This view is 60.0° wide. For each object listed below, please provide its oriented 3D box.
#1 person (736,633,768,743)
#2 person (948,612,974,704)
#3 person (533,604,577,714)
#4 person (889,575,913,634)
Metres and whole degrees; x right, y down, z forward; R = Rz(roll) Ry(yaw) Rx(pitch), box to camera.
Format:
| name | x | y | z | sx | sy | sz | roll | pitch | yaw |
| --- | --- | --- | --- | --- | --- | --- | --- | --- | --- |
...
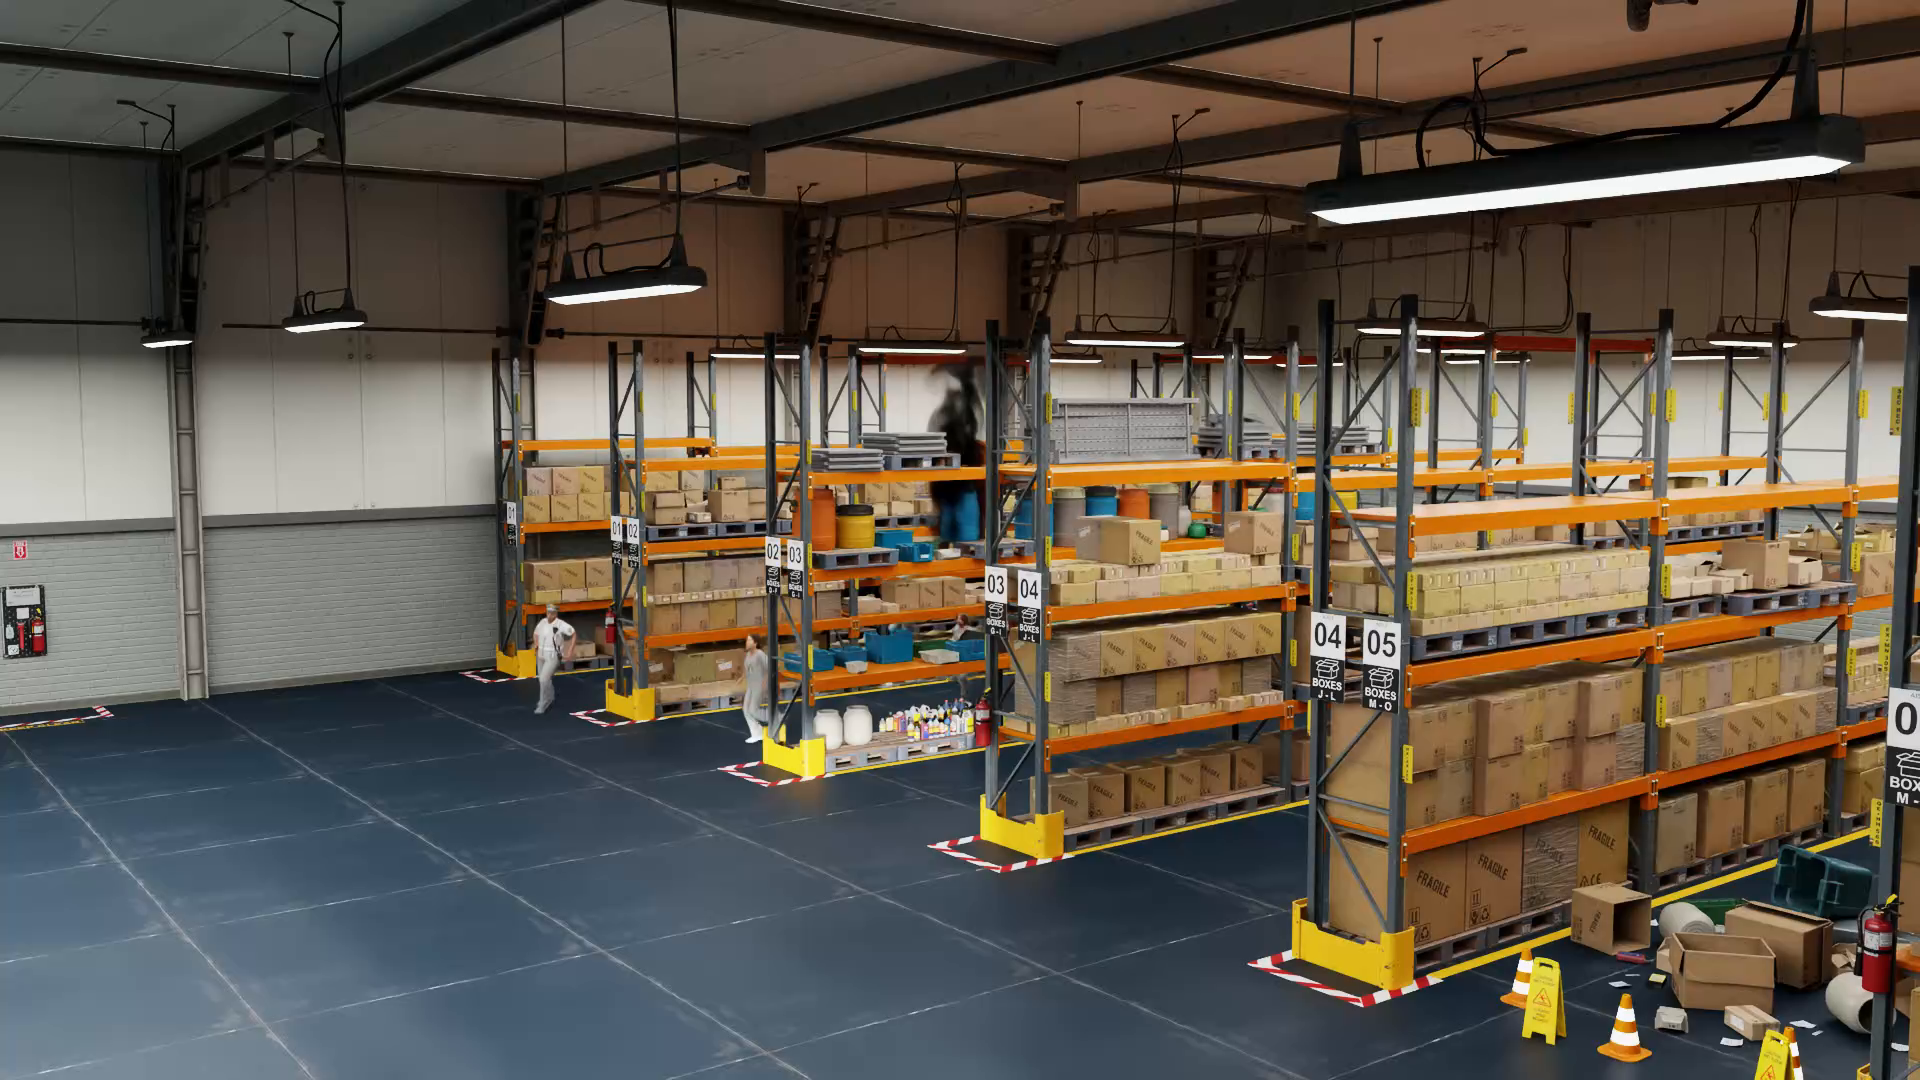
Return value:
| name | x | y | z | sx | sy | sz | roll | pitch | yaw |
| --- | --- | --- | --- | --- | --- | --- | --- | --- | --- |
| person | -2.989 | 2.186 | 24.699 | 0.632 | 1.629 | 0.559 | -5 | 7 | -43 |
| person | 0.039 | 1.968 | 27.660 | 0.547 | 1.557 | 0.520 | 3 | 6 | 34 |
| person | -6.643 | 1.928 | 27.071 | 0.746 | 1.824 | 0.703 | 2 | 5 | 23 |
| person | -1.140 | 1.467 | 32.824 | 0.630 | 1.658 | 0.581 | -4 | 6 | -38 |
